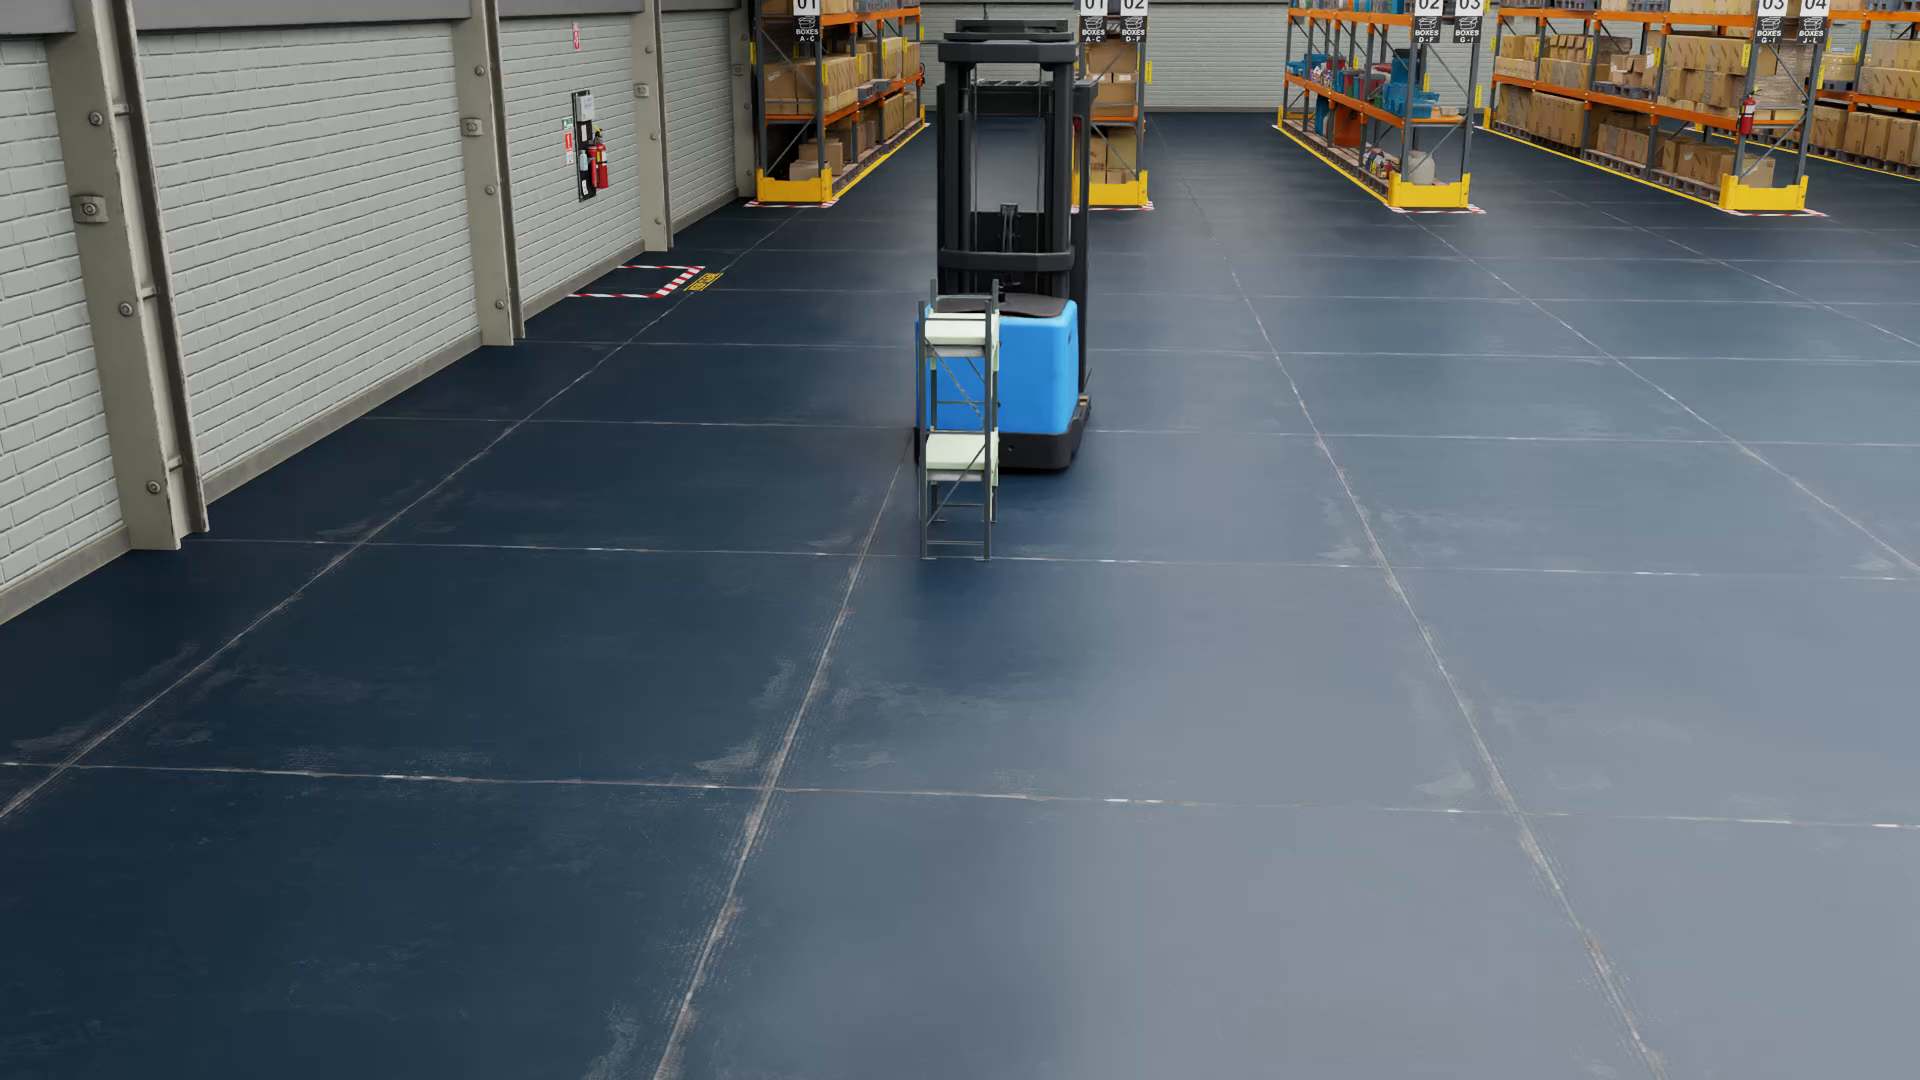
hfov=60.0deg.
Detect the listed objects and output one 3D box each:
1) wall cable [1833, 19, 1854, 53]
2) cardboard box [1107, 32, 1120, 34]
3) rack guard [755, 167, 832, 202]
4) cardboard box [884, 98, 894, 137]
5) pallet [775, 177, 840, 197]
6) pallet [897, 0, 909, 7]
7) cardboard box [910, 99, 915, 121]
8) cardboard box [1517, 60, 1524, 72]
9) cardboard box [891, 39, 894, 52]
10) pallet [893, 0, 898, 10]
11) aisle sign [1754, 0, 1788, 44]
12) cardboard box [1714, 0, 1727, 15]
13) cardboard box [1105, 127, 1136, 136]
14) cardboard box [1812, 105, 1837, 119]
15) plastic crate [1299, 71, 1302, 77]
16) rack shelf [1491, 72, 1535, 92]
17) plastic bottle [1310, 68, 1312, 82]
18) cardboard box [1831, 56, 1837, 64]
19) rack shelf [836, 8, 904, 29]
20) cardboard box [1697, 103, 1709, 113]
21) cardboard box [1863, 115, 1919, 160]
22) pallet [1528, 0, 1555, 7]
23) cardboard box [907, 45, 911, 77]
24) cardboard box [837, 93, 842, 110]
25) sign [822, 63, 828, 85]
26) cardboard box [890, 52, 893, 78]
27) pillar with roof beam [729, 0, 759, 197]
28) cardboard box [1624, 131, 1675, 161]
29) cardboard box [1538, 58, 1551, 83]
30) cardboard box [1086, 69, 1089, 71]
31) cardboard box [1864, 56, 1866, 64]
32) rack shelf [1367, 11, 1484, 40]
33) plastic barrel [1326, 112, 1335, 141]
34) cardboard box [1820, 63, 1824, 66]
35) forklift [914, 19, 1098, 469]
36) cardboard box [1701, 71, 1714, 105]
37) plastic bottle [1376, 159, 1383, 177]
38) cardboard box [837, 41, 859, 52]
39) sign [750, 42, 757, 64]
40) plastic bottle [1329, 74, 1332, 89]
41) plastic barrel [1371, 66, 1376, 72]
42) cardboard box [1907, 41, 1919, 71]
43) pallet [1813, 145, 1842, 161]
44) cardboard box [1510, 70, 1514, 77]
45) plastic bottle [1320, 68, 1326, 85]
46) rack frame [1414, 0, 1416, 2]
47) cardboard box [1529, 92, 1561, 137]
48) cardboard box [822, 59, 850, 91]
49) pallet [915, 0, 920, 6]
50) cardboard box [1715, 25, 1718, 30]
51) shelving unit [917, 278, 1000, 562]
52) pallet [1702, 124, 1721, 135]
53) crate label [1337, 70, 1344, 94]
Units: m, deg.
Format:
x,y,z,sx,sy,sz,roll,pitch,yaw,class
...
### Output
x,y,z,sx,sy,sz,roll,pitch,yaw,class
23.606,-13.451,44.475,0.585,1.953,0.123,1,18,4,wall cable
3.488,-11.066,37.110,0.500,0.500,0.500,2,18,5,cardboard box
-2.623,-5.621,26.275,1.175,0.500,0.348,1,18,4,rack guard
-1.802,-8.945,35.184,0.750,0.750,0.750,1,18,4,cardboard box
-2.529,-5.735,27.087,1.003,0.211,1.213,1,18,4,pallet
-1.699,-12.149,37.509,1.003,0.211,1.213,1,18,4,pallet
-1.467,-10.391,40.158,0.700,0.500,0.500,1,18,4,cardboard box
12.895,-10.713,37.563,0.500,0.250,0.500,2,18,5,cardboard box
-1.665,-10.441,35.095,0.500,0.250,0.500,1,18,3,cardboard box
-1.784,-11.561,35.878,0.805,0.209,1.217,1,18,2,pallet
11.890,-7.676,24.358,0.394,0.787,0.004,1,18,4,aisle sign
12.053,-8.277,25.790,0.500,0.250,0.500,2,18,5,cardboard box
2.705,-6.708,28.115,0.500,0.500,0.500,1,18,4,cardboard box
17.572,-8.697,33.784,0.500,0.250,0.500,2,18,5,cardboard box
7.926,-10.543,37.625,0.437,0.125,0.590,1,18,4,plastic crate
13.197,-10.460,38.183,1.077,0.370,4.000,1,18,4,rack shelf
7.662,-10.131,36.212,0.061,0.283,0.133,1,18,4,plastic bottle
17.305,-9.399,32.565,0.380,0.149,0.250,1,18,3,cardboard box
-1.911,-10.975,34.937,1.077,0.370,4.000,1,18,4,rack shelf
12.011,-6.896,26.553,0.380,0.149,0.250,1,18,4,cardboard box
17.515,-7.468,30.835,1.050,0.750,0.750,2,18,5,cardboard box
13.123,-11.818,36.497,1.003,0.211,1.213,1,18,4,pallet
-1.655,-11.050,38.346,0.980,0.700,0.700,1,18,3,cardboard box
-2.211,-7.188,27.250,0.500,0.250,0.500,1,18,3,cardboard box
-2.087,-7.185,25.642,0.100,0.325,0.005,1,18,4,sign
-1.681,-9.930,34.740,0.500,0.500,0.500,1,18,4,cardboard box
0.853,-9.777,25.309,9.100,9.000,0.400,1,18,4,pillar with roof beam
12.639,-7.229,30.475,0.700,0.500,0.500,0,18,-1,cardboard box
12.772,-10.091,35.741,0.500,0.500,0.500,1,18,4,cardboard box
2.242,-7.557,26.966,0.380,0.149,0.250,2,18,5,cardboard box
17.972,-9.458,32.743,0.380,0.149,0.250,1,18,4,cardboard box
7.397,-8.269,26.679,1.077,0.370,4.000,1,18,4,rack shelf
7.926,-8.606,34.567,0.600,0.588,0.708,1,18,4,plastic barrel
17.341,-9.424,33.117,0.380,0.149,0.250,1,18,4,cardboard box
0.415,-2.286,12.191,1.130,2.935,3.031,3,18,8,forklift
12.256,-7.125,26.212,0.875,0.500,0.500,1,18,4,cardboard box
7.003,-6.180,27.633,0.152,0.276,0.135,1,18,2,plastic bottle
-2.281,-9.971,33.662,0.500,0.250,0.500,2,18,5,cardboard box
-3.180,-7.504,25.641,0.100,0.325,0.005,1,18,4,sign
7.447,-9.200,33.371,0.061,0.283,0.133,1,18,4,plastic bottle
7.966,-8.778,31.714,0.421,0.512,0.421,0,18,0,plastic barrel
17.559,-8.704,29.904,0.700,0.500,0.500,1,18,3,cardboard box
17.765,-7.714,33.125,1.003,0.211,1.213,1,18,4,pallet
12.877,-10.723,38.234,0.380,0.149,0.250,1,18,3,cardboard box
7.588,-9.663,34.675,0.144,0.351,0.185,1,18,4,plastic bottle
7.254,-9.415,24.205,1.000,3.000,0.127,1,18,4,rack frame
13.028,-9.171,35.833,1.225,0.875,0.875,1,18,4,cardboard box
-2.144,-7.857,28.089,0.500,0.500,0.500,1,18,2,cardboard box
-1.524,-12.907,39.822,1.003,0.211,1.213,1,18,4,pallet
17.984,-11.811,38.908,0.500,0.500,0.500,1,18,4,cardboard box
0.000,-0.711,9.683,0.431,1.500,0.755,1,18,4,shelving unit
18.182,-9.681,39.128,1.003,0.211,1.213,1,18,4,pallet
7.486,-8.763,31.793,0.502,0.435,0.616,1,18,4,crate label
